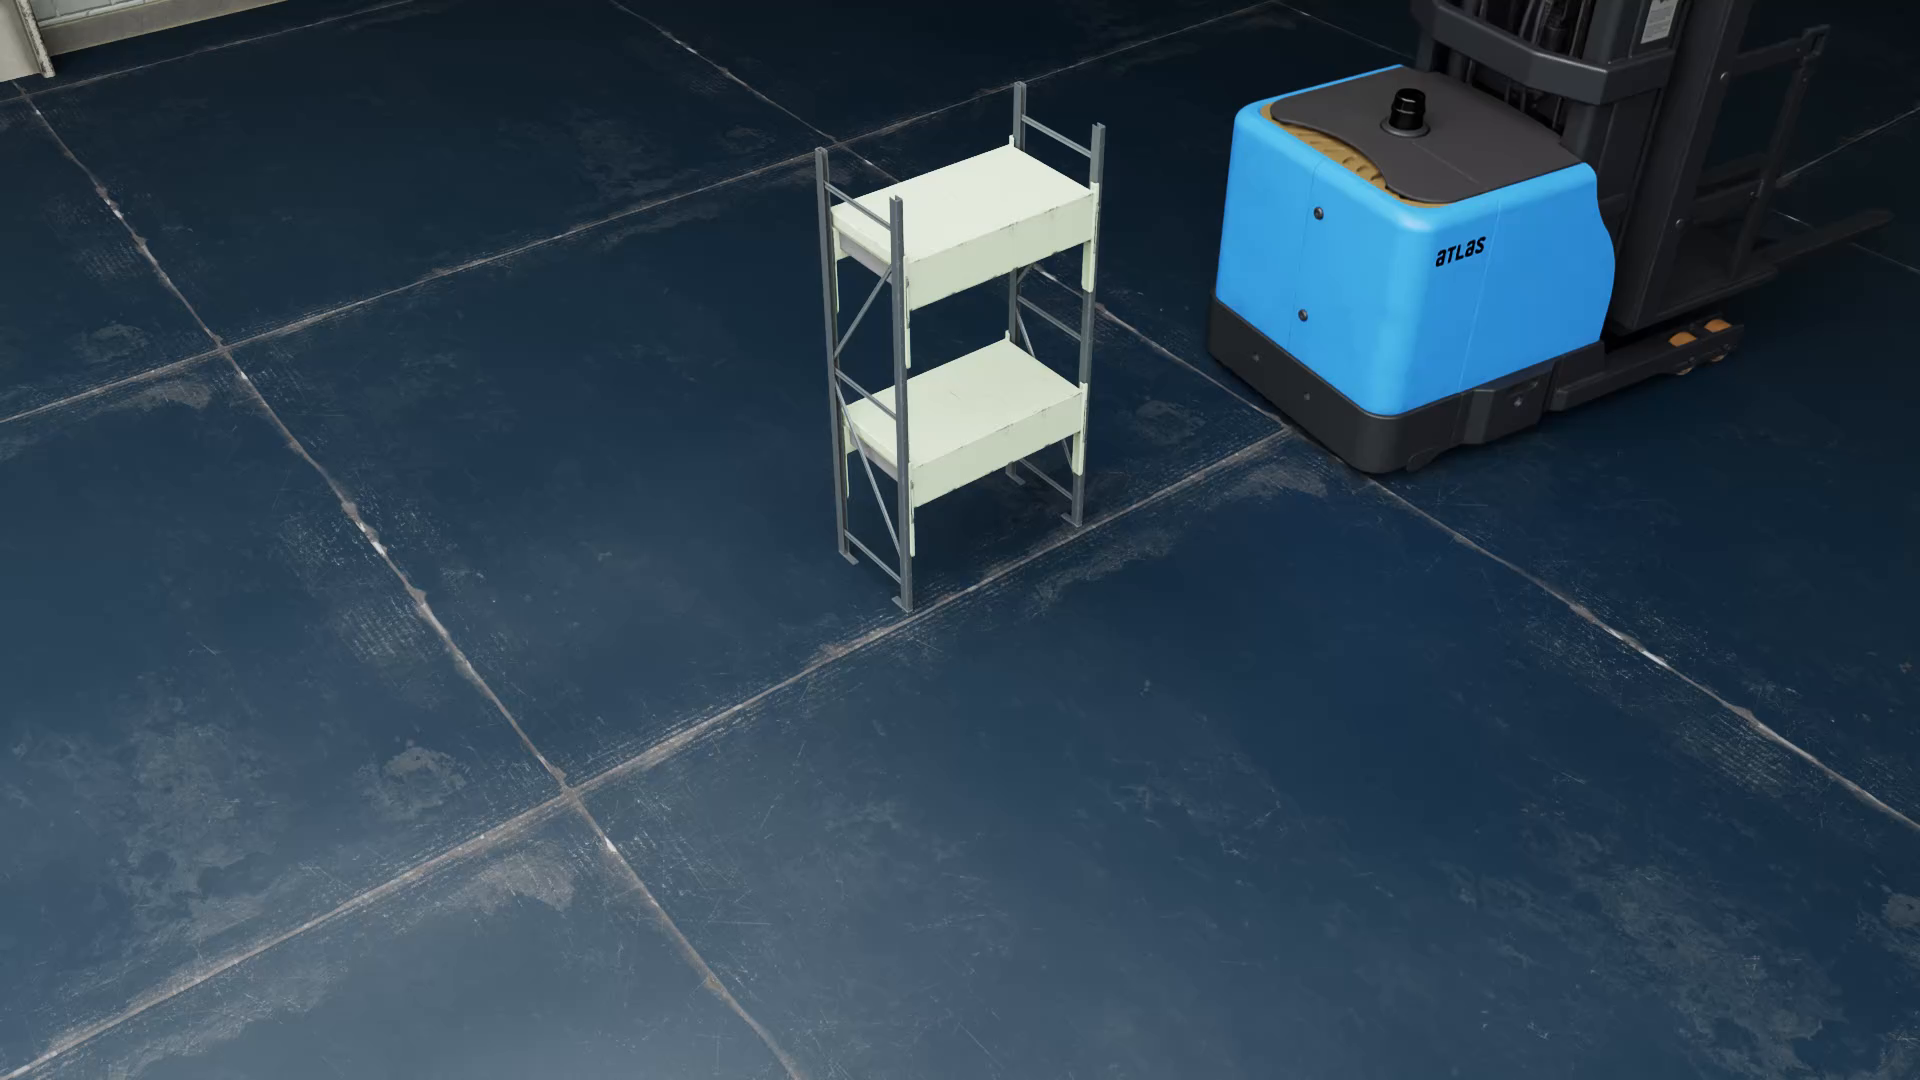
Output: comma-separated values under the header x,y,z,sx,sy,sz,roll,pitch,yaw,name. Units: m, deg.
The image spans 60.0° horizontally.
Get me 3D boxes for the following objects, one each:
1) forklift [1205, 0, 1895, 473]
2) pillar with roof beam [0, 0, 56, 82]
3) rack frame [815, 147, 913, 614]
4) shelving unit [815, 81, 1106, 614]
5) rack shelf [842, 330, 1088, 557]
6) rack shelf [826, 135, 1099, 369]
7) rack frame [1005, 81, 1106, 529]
x,y,z,sx,sy,sz,roll,pitch,yaw,name
2.507,-2.054,5.943,3.031,2.935,1.130,-20,43,-22,forklift
-2.366,-3.752,3.229,0.400,9.000,9.100,-26,46,-28,pillar with roof beam
-0.285,-0.441,5.105,0.023,1.500,0.400,-26,46,-28,rack frame
0.005,-0.582,5.277,0.755,1.500,0.431,-26,46,-28,shelving unit
0.005,-0.330,5.484,0.720,0.370,0.431,-26,46,-28,rack shelf
0.005,-0.884,5.030,0.720,0.370,0.431,-26,46,-28,rack shelf
0.295,-0.724,5.450,0.023,1.500,0.400,-26,46,-28,rack frame
